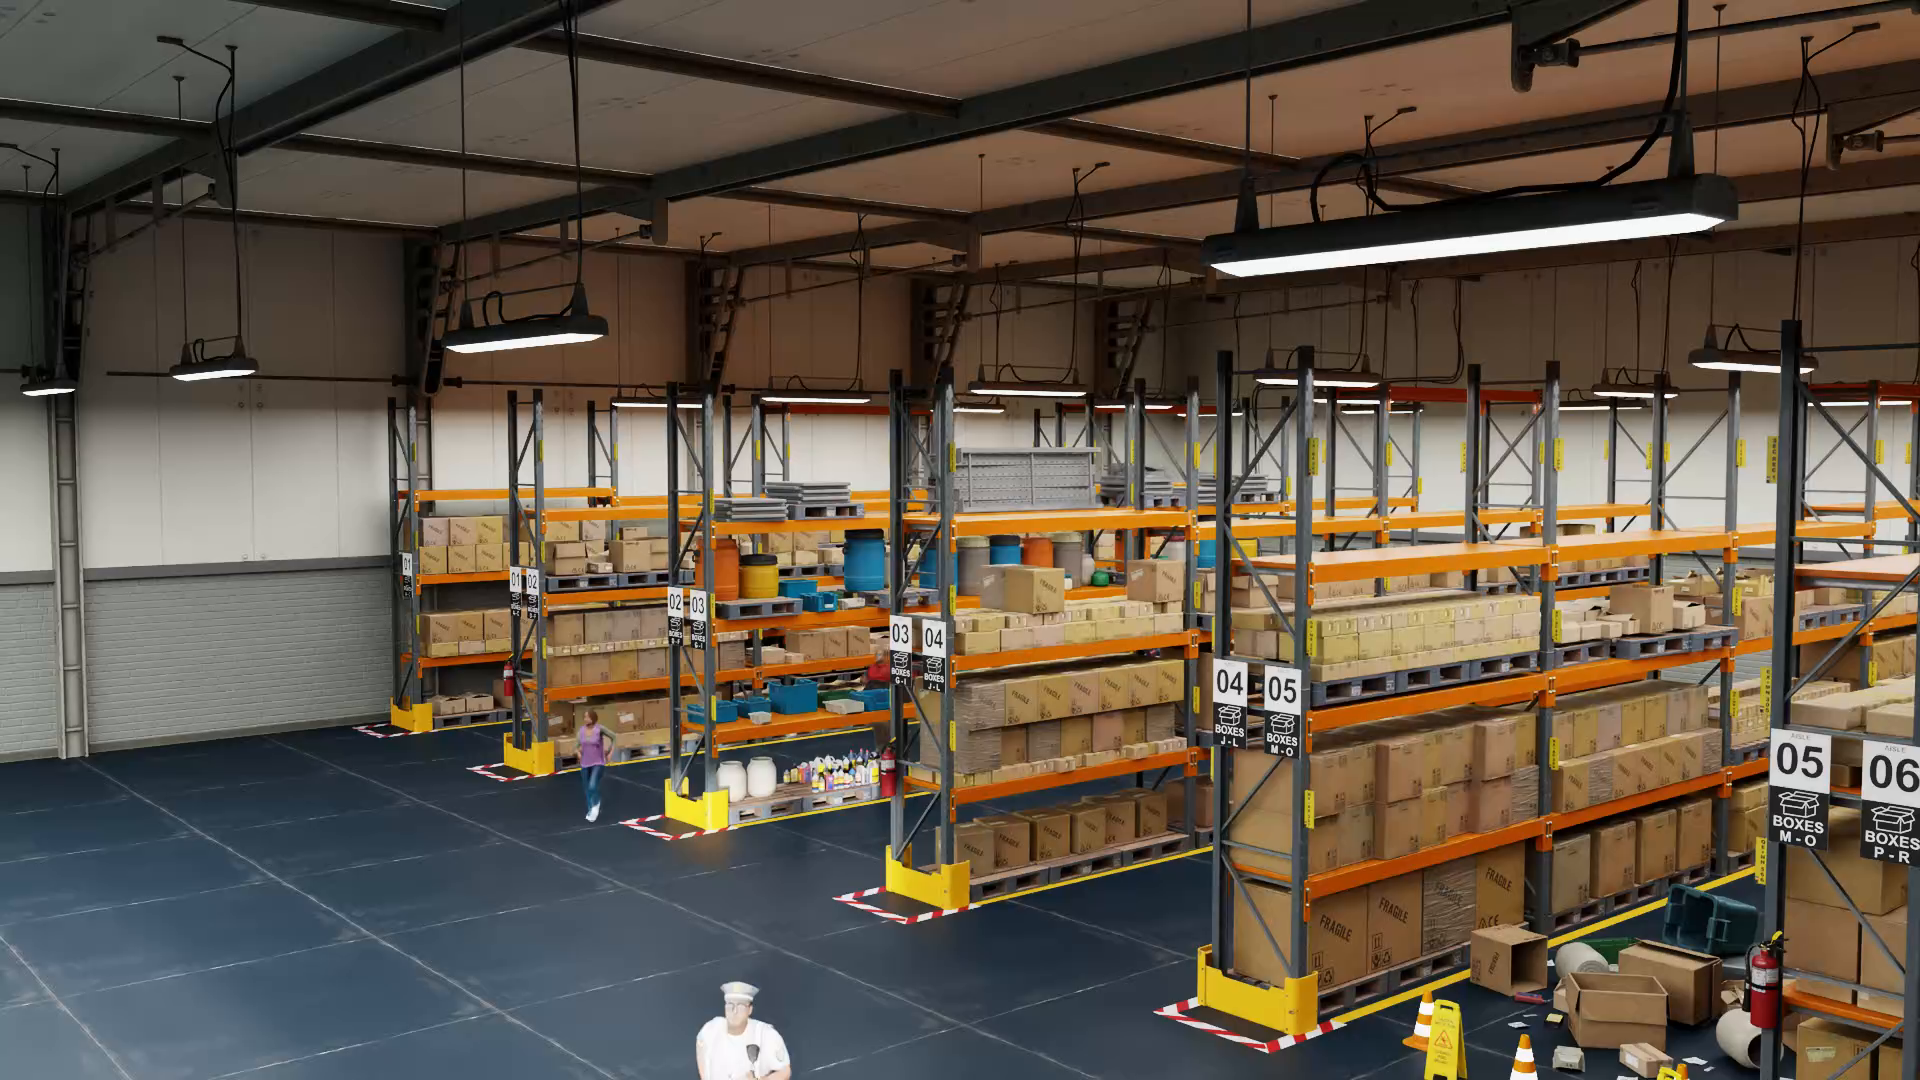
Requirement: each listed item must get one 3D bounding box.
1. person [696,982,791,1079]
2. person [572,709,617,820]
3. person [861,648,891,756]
[{"bbox_3d":[-1.384,3.682,10.579,0.636,1.847,0.785,0,3,0],"label":"person"},{"bbox_3d":[-4.964,3.055,22.505,0.547,1.556,0.707,1,3,10],"label":"person"},{"bbox_3d":[-1.320,2.692,27.554,0.640,1.788,0.750,3,5,43],"label":"person"}]
